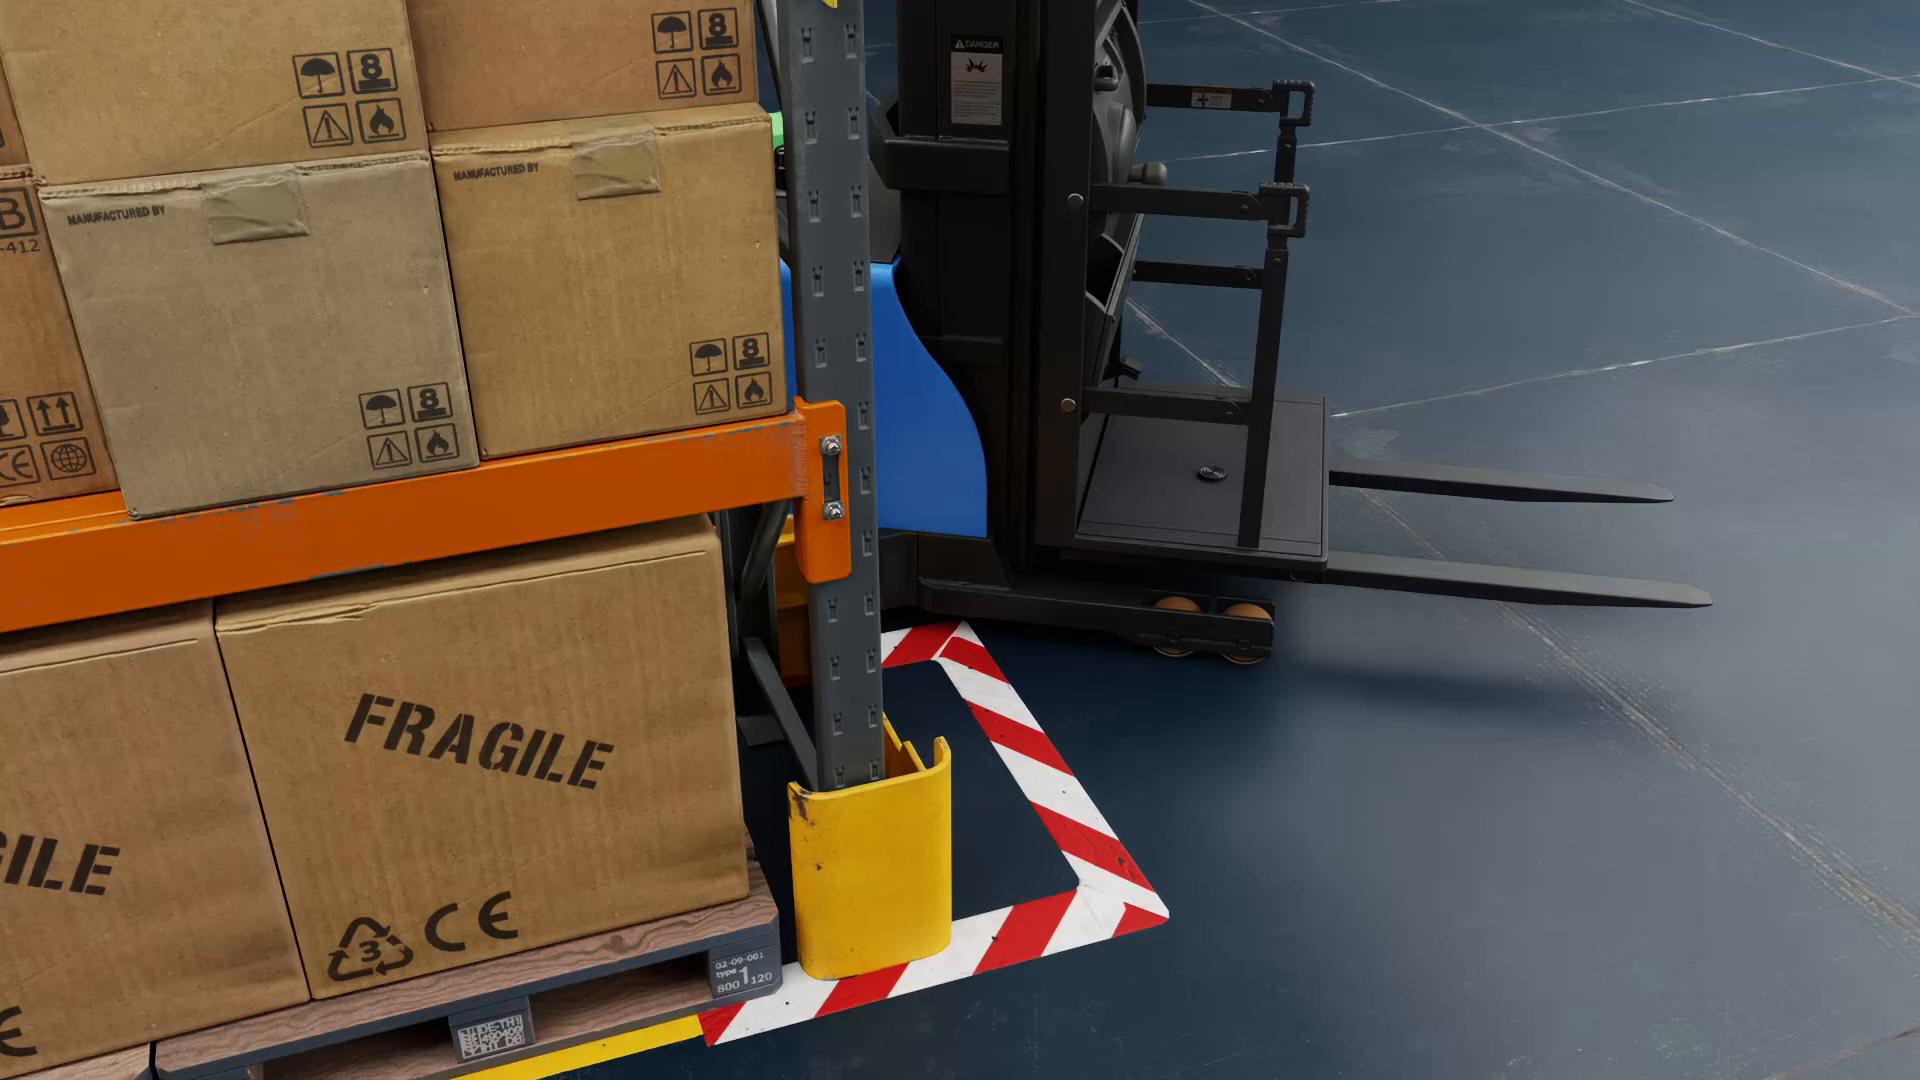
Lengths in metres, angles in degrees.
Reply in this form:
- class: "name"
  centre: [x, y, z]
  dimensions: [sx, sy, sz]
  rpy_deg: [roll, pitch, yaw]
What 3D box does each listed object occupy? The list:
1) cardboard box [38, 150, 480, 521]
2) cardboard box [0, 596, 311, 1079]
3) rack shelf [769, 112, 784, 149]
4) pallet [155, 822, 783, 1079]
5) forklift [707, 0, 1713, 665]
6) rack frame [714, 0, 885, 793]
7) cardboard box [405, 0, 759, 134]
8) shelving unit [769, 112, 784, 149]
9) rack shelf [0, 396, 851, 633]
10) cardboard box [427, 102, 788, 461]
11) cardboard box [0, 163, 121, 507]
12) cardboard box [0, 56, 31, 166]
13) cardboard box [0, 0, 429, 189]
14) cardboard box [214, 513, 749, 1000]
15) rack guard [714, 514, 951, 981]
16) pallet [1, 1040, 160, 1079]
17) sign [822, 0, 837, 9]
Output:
- class: "cardboard box"
  centre: [-1.227, -0.515, 2.972]
  dimensions: [0.550, 0.550, 0.875]
  rpy_deg: [-10, 31, -18]
- class: "cardboard box"
  centre: [-1.824, 0.401, 3.238]
  dimensions: [0.875, 0.875, 0.875]
  rpy_deg: [-11, 31, -18]
- class: "rack shelf"
  centre: [-0.724, -1.279, 5.442]
  dimensions: [0.480, 0.148, 0.258]
  rpy_deg: [-17, 34, -27]
- class: "pallet"
  centre: [-1.109, 0.746, 3.728]
  dimensions: [1.213, 0.211, 1.003]
  rpy_deg: [-10, 31, -18]
- class: "forklift"
  centre: [0.616, -1.213, 4.419]
  dimensions: [3.031, 2.935, 1.130]
  rpy_deg: [6, 30, 10]
- class: "rack frame"
  centre: [-0.387, -0.640, 3.343]
  dimensions: [0.127, 3.000, 1.000]
  rpy_deg: [-10, 31, -18]
- class: "cardboard box"
  centre: [-0.749, -1.128, 2.958]
  dimensions: [0.550, 0.550, 0.875]
  rpy_deg: [-10, 31, -18]
- class: "shelving unit"
  centre: [-0.724, -0.917, 5.648]
  dimensions: [0.503, 1.200, 0.258]
  rpy_deg: [-17, 34, -27]
- class: "rack shelf"
  centre: [-2.262, 0.018, 2.915]
  dimensions: [4.000, 0.370, 1.077]
  rpy_deg: [-10, 31, -18]
- class: "cardboard box"
  centre: [-0.719, -0.620, 3.157]
  dimensions: [0.550, 0.550, 0.875]
  rpy_deg: [-10, 31, -18]
- class: "cardboard box"
  centre: [-1.796, -0.477, 2.905]
  dimensions: [0.550, 0.550, 0.875]
  rpy_deg: [-10, 31, -18]
- class: "cardboard box"
  centre: [-1.804, -0.957, 2.657]
  dimensions: [0.550, 0.550, 0.875]
  rpy_deg: [-10, 31, -18]
- class: "cardboard box"
  centre: [-1.232, -0.991, 2.716]
  dimensions: [0.550, 0.550, 0.875]
  rpy_deg: [-10, 31, -18]
- class: "cardboard box"
  centre: [-1.000, 0.248, 3.506]
  dimensions: [0.875, 0.875, 0.875]
  rpy_deg: [-10, 31, -17]
- class: "rack guard"
  centre: [-0.365, 0.442, 3.969]
  dimensions: [0.348, 0.500, 1.175]
  rpy_deg: [-10, 31, -18]
- class: "pallet"
  centre: [-2.251, 0.955, 3.361]
  dimensions: [1.213, 0.211, 1.003]
  rpy_deg: [-10, 31, -18]
- class: "sign"
  centre: [-0.211, -0.992, 2.552]
  dimensions: [0.005, 0.325, 0.100]
  rpy_deg: [-10, 31, -18]
